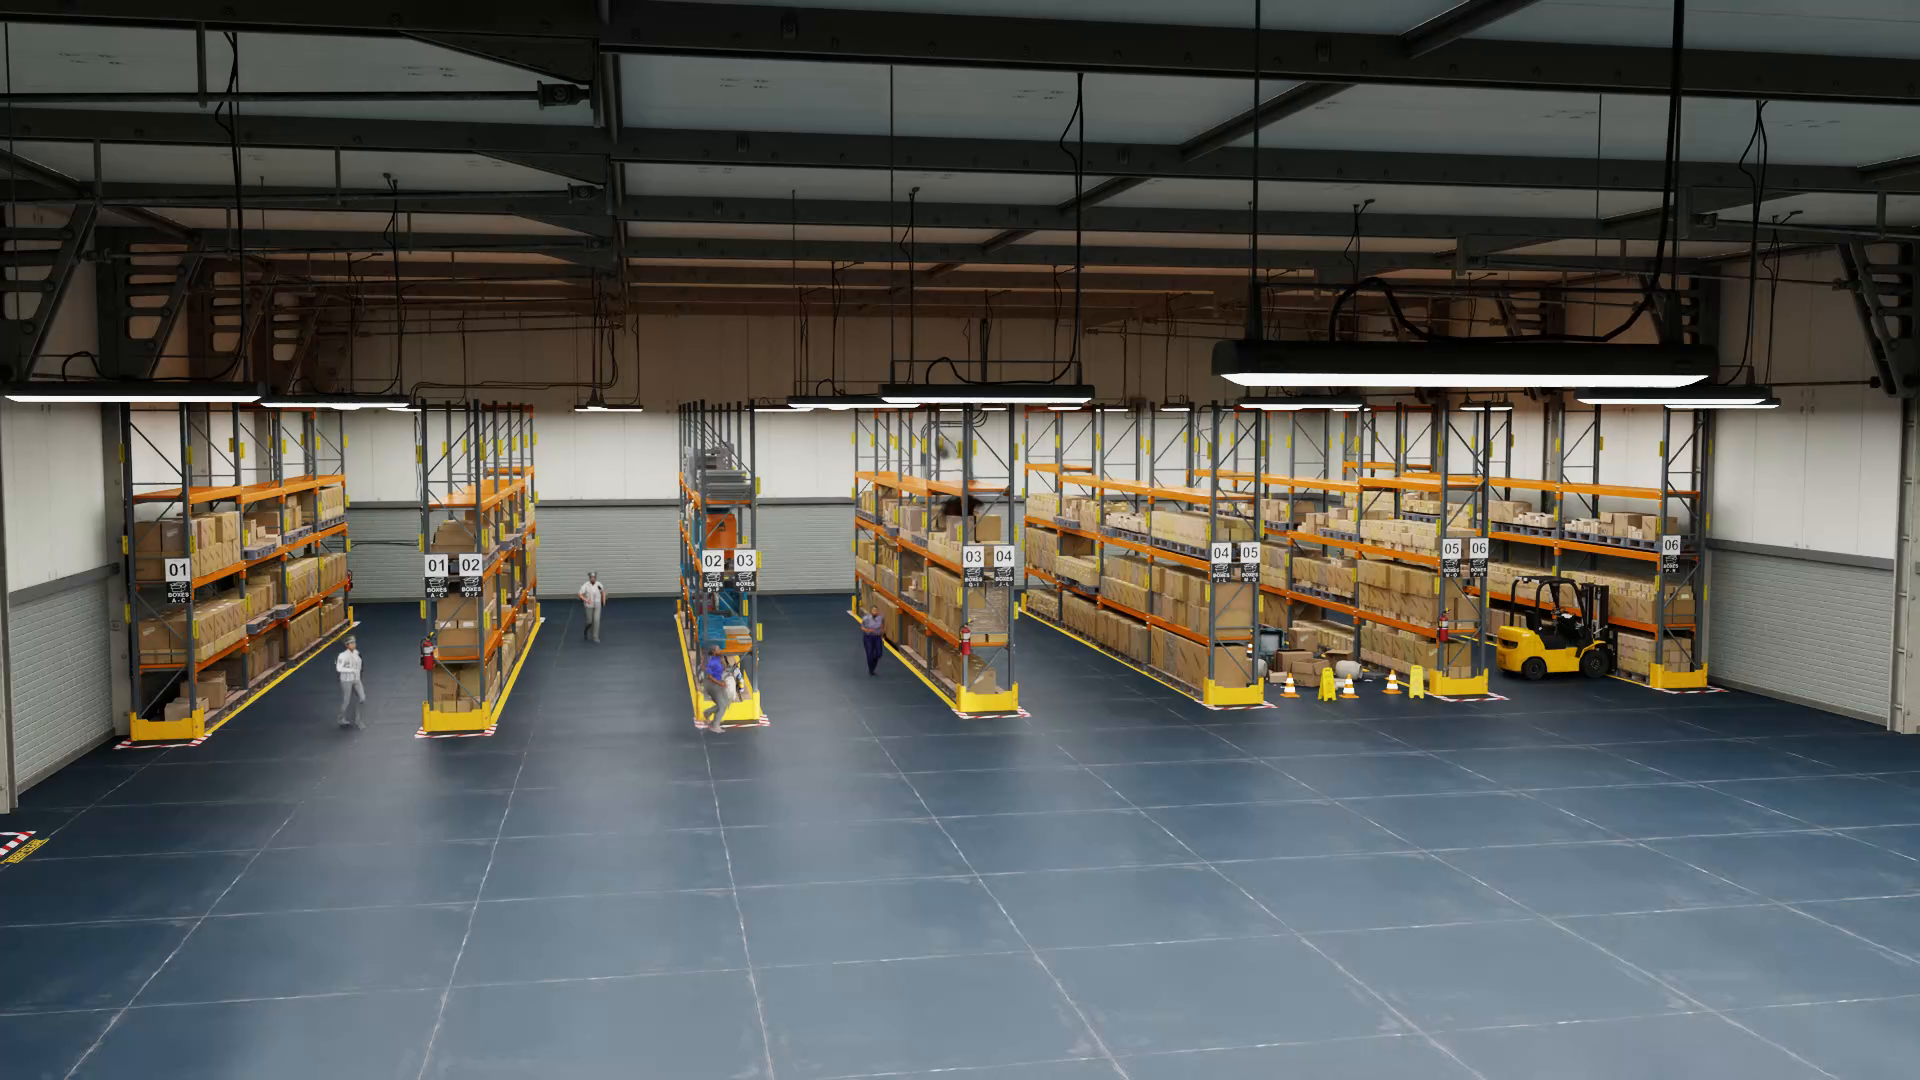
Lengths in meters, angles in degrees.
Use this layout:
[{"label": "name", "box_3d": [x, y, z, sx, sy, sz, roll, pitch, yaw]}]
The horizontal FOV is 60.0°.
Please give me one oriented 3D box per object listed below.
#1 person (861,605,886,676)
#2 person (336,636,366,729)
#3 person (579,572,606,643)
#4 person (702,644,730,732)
[{"label": "person", "box_3d": [-1.883, 2.203, 36.428, 0.593, 1.576, 0.668, -1, 4, -15]}, {"label": "person", "box_3d": [-11.120, 2.606, 30.324, 0.736, 1.750, 0.595, 3, 5, 36]}, {"label": "person", "box_3d": [-9.279, 1.677, 42.022, 0.688, 1.787, 0.817, -2, 5, -26]}, {"label": "person", "box_3d": [-4.440, 2.679, 29.996, 0.531, 1.619, 0.615, 1, 4, 7]}]
